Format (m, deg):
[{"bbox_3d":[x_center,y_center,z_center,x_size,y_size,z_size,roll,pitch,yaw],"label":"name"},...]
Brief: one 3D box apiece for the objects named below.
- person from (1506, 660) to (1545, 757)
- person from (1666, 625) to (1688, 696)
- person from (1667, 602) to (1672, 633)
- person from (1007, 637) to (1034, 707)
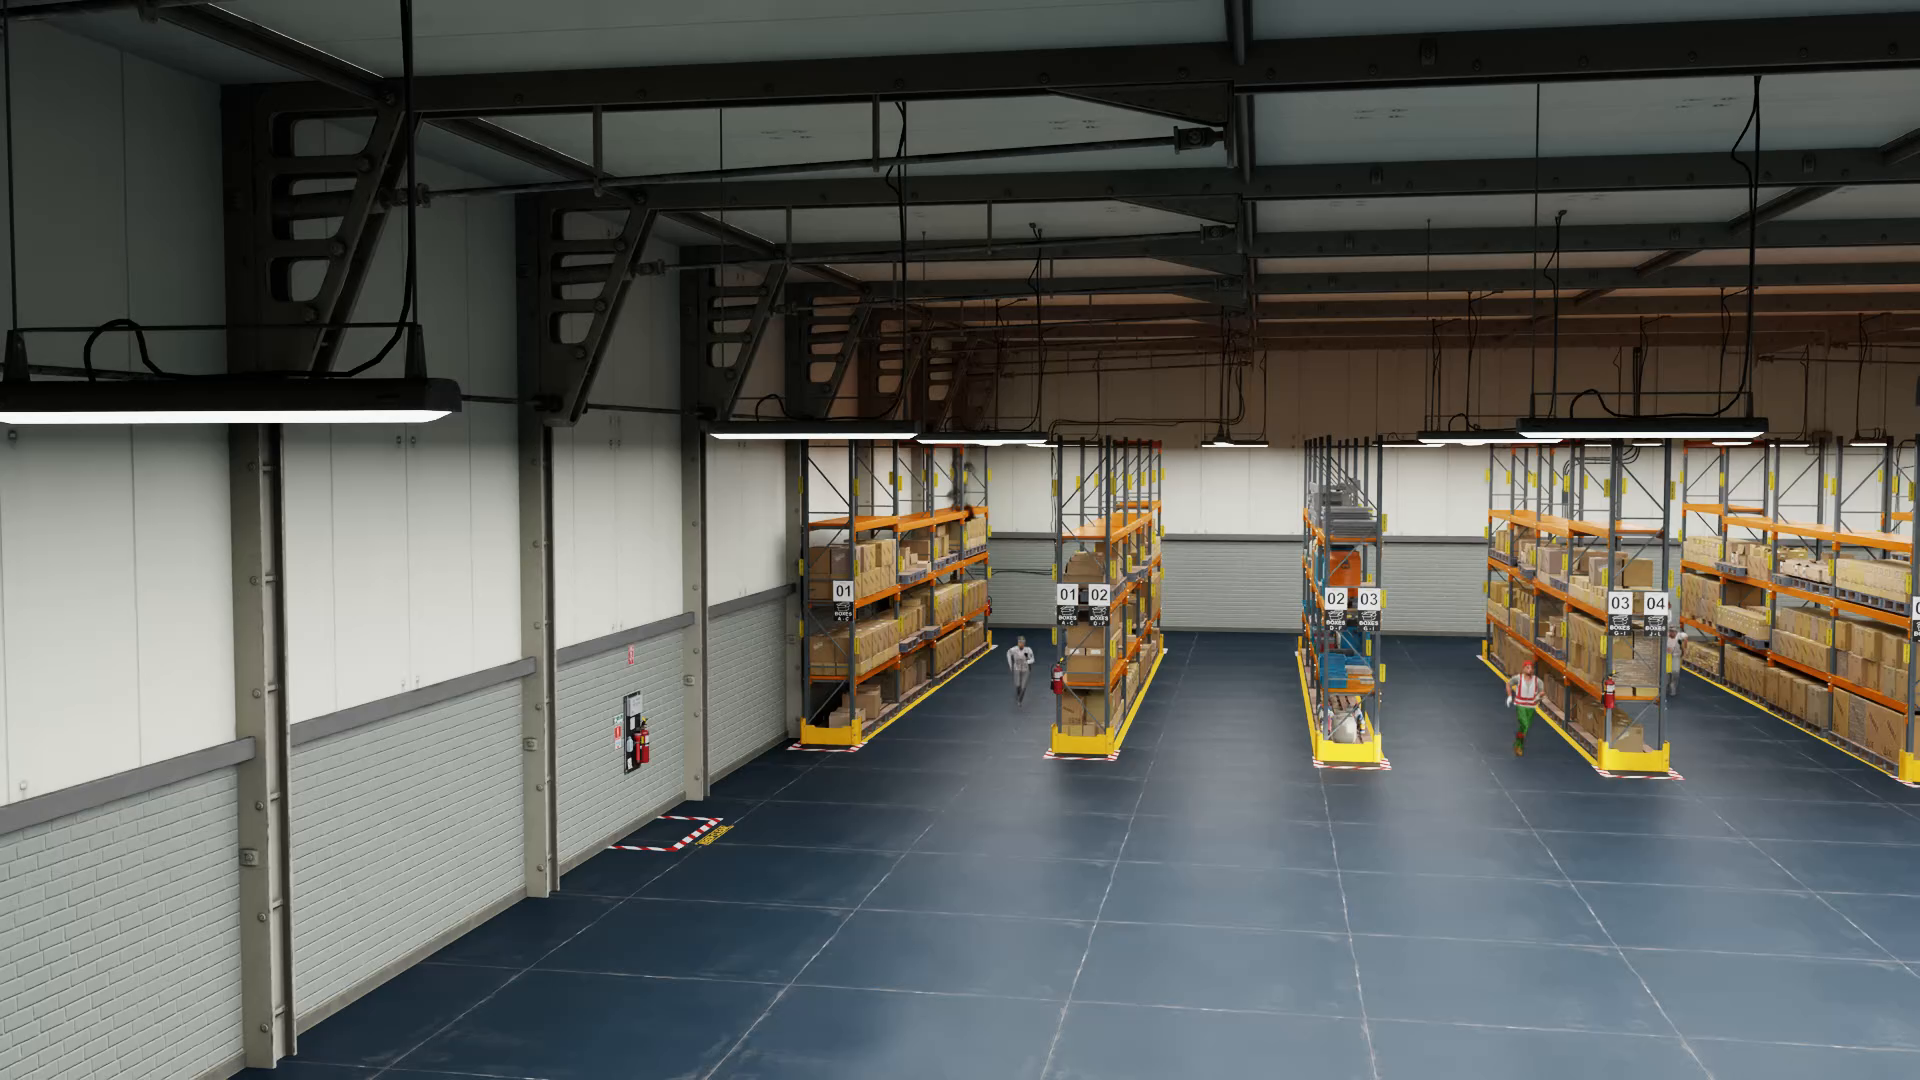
[{"bbox_3d":[10.608,3.133,31.134,0.658,1.770,0.710,0,3,1],"label":"person"},{"bbox_3d":[16.709,2.818,39.077,0.705,1.720,1.015,1,3,14],"label":"person"},{"bbox_3d":[19.424,2.473,45.717,0.852,1.580,0.556,0,3,3],"label":"person"},{"bbox_3d":[1.344,2.927,36.908,0.602,1.608,0.692,0,3,0],"label":"person"}]
